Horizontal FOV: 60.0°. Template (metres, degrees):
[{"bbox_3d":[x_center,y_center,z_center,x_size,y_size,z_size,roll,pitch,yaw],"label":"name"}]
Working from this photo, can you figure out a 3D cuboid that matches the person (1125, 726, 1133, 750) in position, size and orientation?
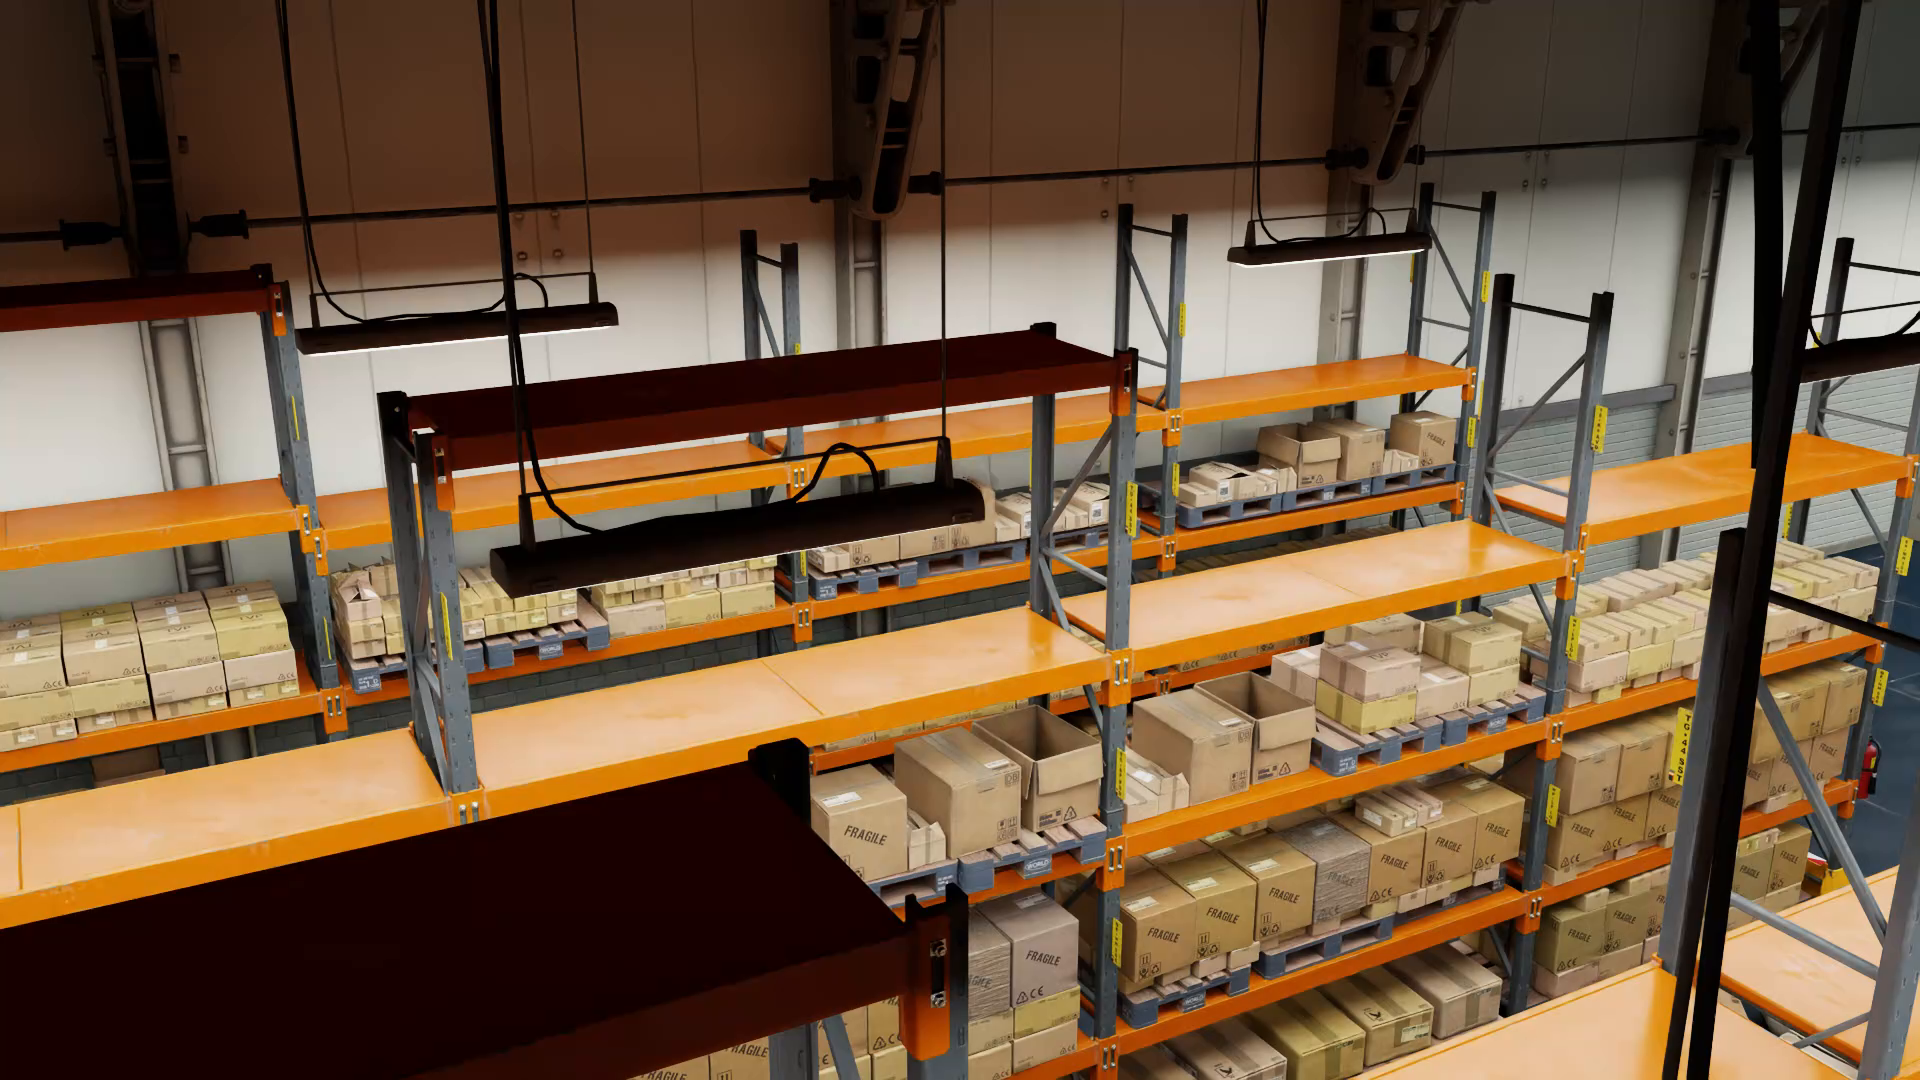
[{"bbox_3d":[1.623,2.486,15.430,0.626,1.686,0.506,-14,23,-37],"label":"person"}]
